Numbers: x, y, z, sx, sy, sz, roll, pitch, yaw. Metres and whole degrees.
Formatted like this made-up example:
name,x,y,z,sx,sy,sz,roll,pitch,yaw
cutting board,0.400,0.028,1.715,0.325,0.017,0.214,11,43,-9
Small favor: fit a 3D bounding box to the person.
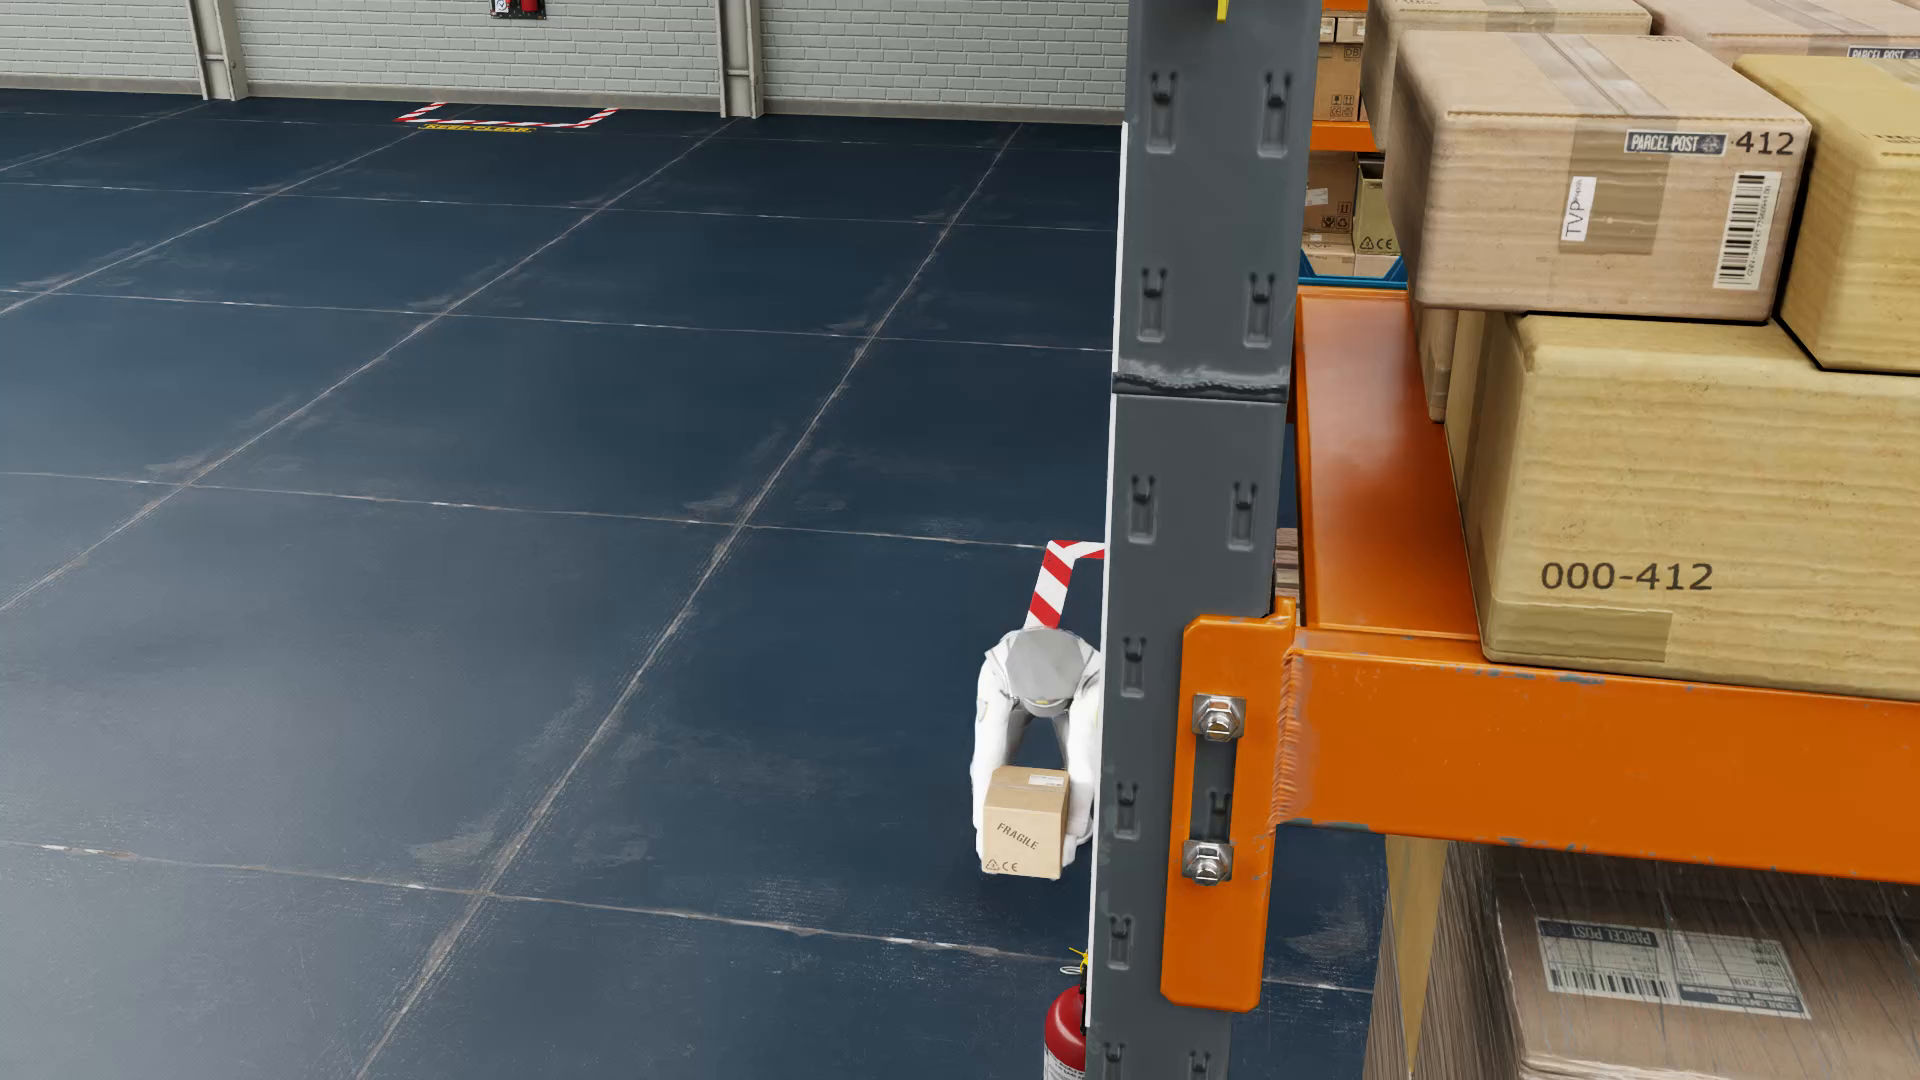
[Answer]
name,x,y,z,sx,sy,sz,roll,pitch,yaw
person,0.272,0.624,5.594,0.459,0.981,0.855,3,25,7
